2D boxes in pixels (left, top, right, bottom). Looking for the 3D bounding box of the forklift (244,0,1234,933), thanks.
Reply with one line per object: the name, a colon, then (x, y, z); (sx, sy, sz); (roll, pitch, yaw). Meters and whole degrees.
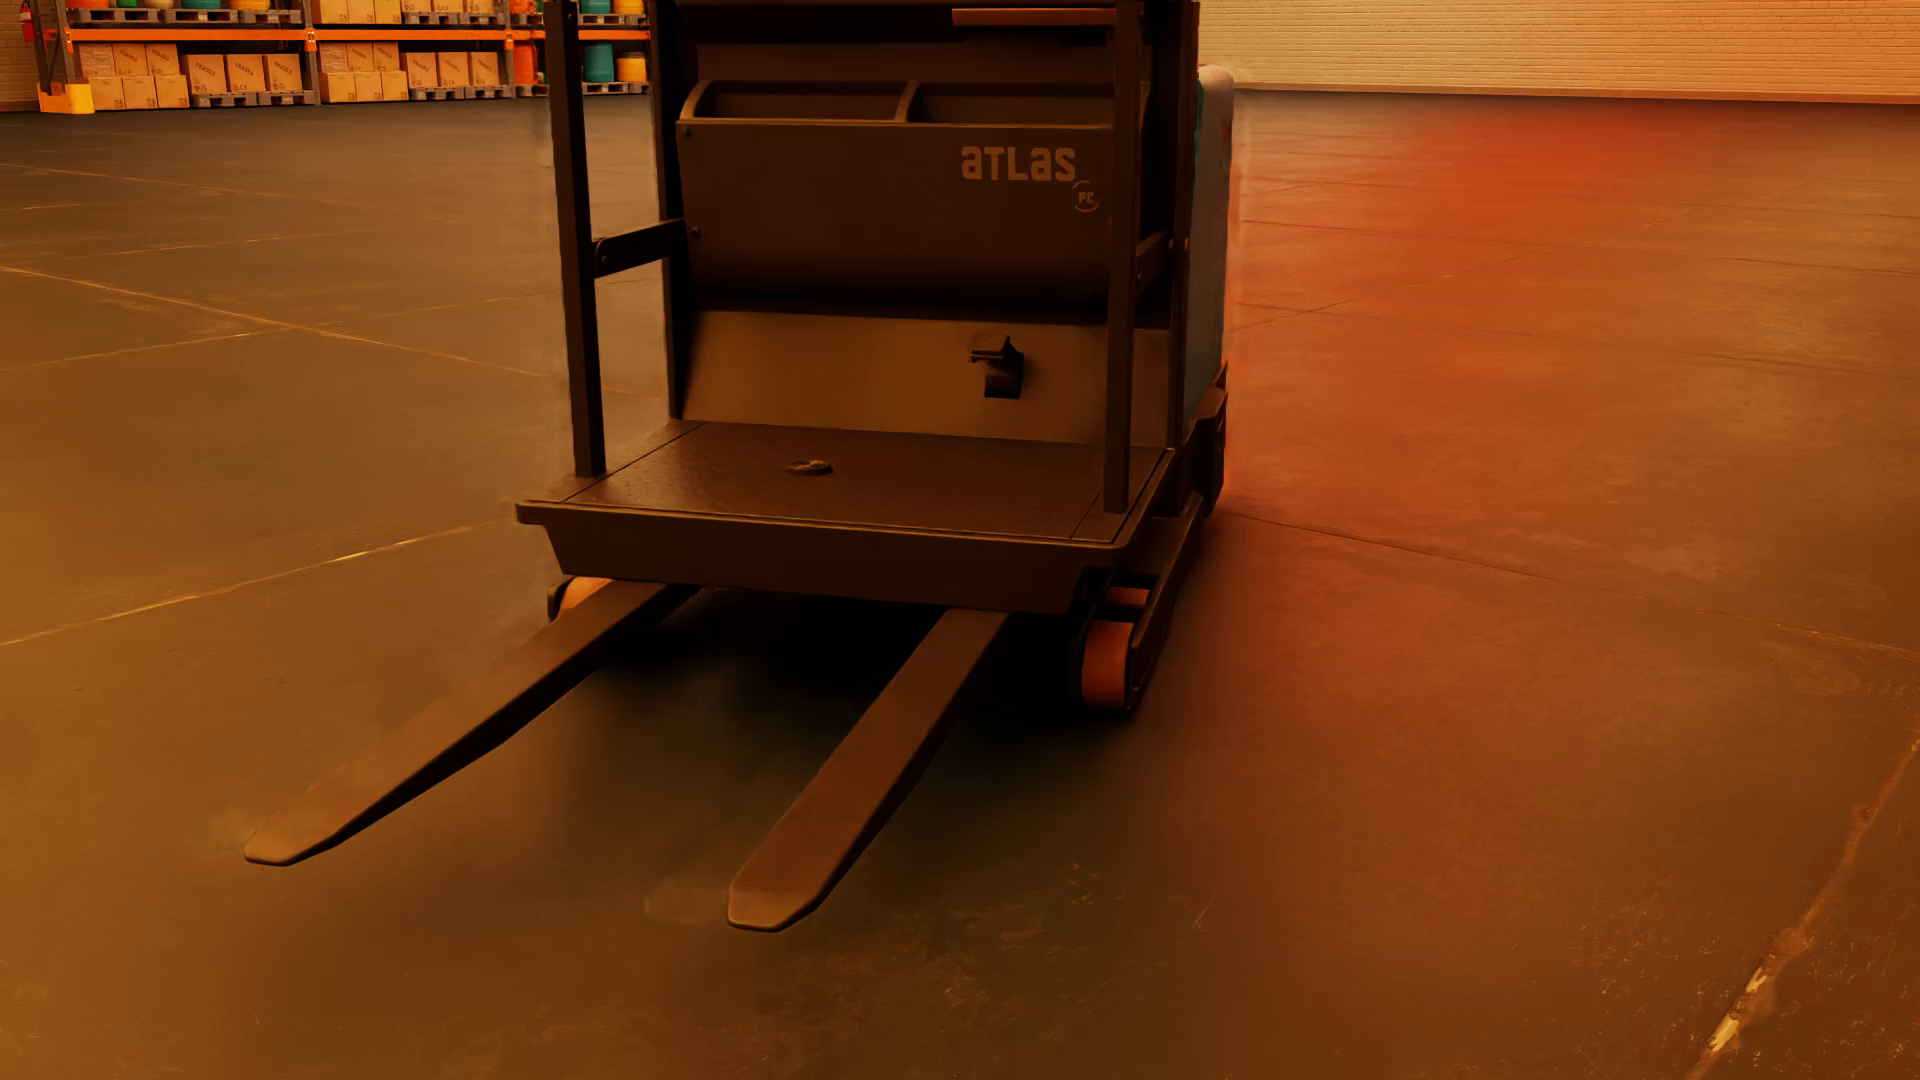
forklift: (-0.146, -1.220, 2.914); (1.130, 2.935, 3.031); (4, 17, 14)
